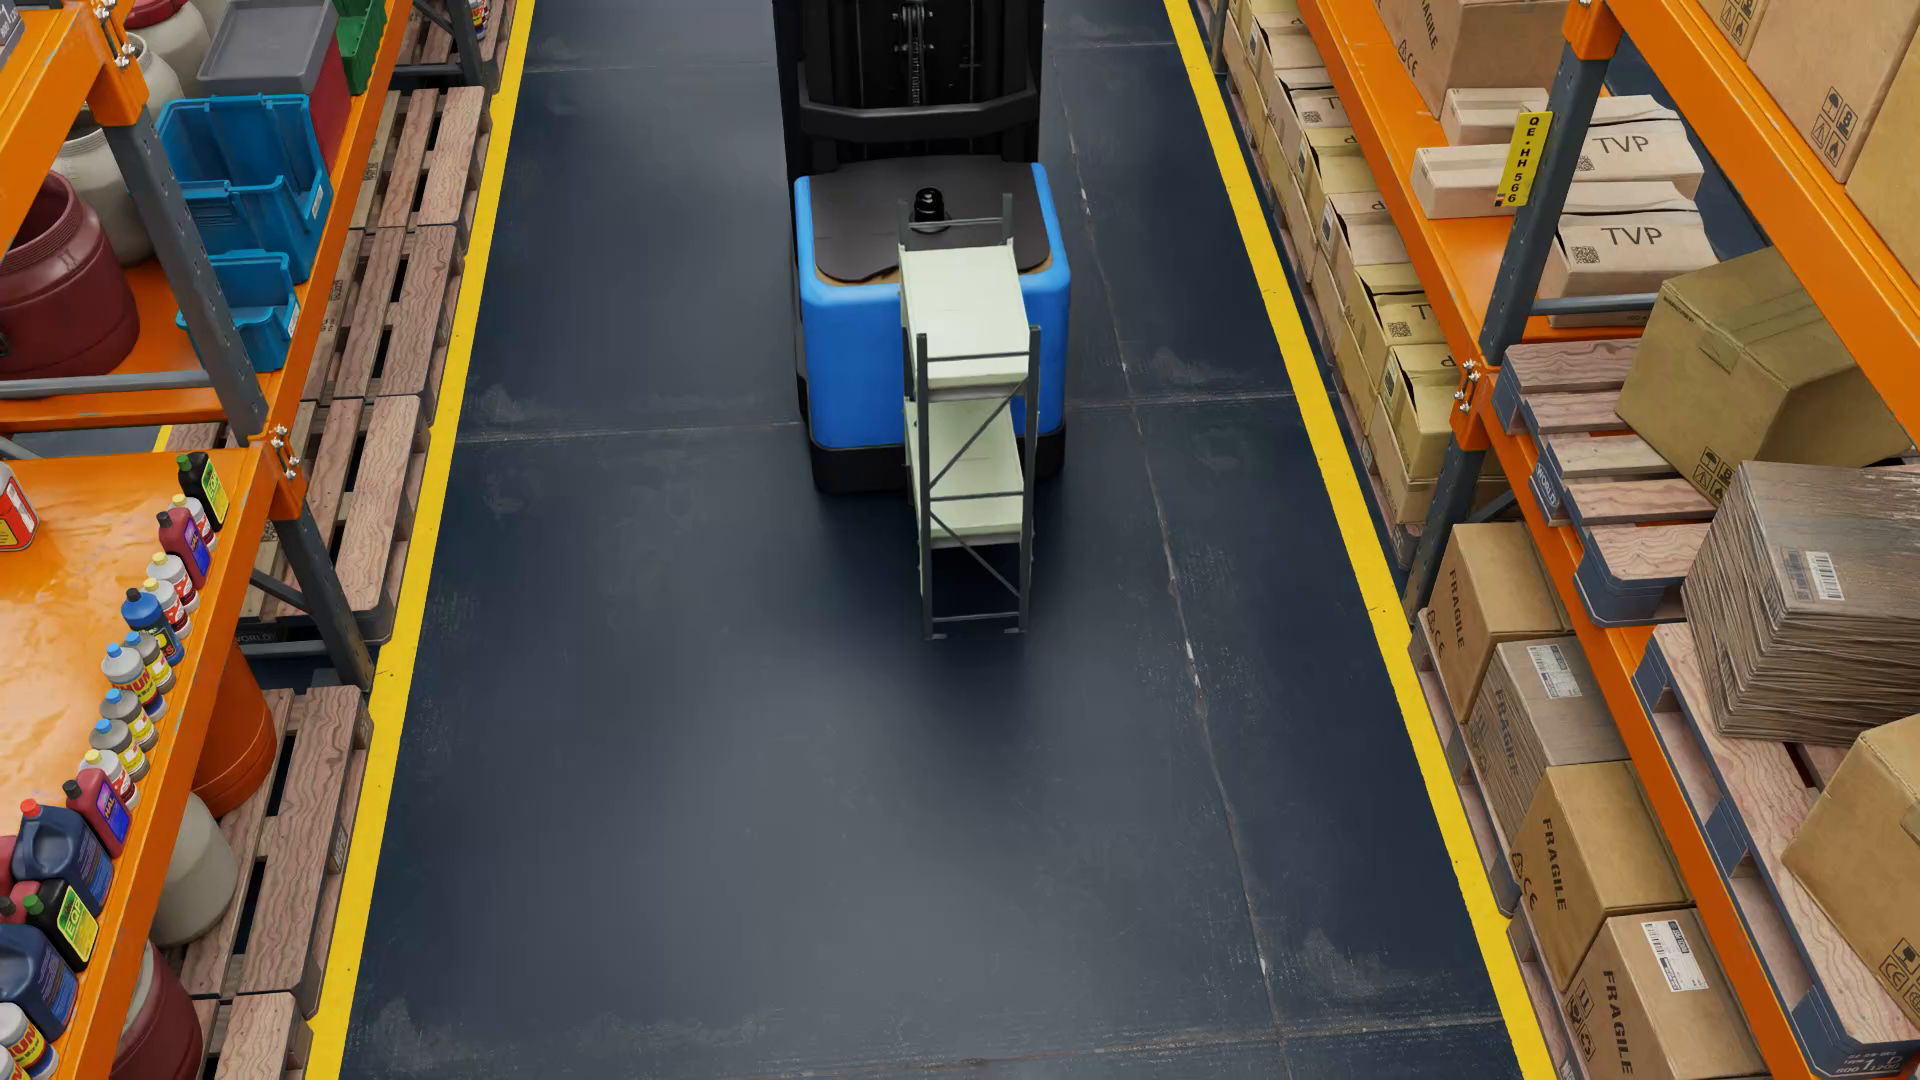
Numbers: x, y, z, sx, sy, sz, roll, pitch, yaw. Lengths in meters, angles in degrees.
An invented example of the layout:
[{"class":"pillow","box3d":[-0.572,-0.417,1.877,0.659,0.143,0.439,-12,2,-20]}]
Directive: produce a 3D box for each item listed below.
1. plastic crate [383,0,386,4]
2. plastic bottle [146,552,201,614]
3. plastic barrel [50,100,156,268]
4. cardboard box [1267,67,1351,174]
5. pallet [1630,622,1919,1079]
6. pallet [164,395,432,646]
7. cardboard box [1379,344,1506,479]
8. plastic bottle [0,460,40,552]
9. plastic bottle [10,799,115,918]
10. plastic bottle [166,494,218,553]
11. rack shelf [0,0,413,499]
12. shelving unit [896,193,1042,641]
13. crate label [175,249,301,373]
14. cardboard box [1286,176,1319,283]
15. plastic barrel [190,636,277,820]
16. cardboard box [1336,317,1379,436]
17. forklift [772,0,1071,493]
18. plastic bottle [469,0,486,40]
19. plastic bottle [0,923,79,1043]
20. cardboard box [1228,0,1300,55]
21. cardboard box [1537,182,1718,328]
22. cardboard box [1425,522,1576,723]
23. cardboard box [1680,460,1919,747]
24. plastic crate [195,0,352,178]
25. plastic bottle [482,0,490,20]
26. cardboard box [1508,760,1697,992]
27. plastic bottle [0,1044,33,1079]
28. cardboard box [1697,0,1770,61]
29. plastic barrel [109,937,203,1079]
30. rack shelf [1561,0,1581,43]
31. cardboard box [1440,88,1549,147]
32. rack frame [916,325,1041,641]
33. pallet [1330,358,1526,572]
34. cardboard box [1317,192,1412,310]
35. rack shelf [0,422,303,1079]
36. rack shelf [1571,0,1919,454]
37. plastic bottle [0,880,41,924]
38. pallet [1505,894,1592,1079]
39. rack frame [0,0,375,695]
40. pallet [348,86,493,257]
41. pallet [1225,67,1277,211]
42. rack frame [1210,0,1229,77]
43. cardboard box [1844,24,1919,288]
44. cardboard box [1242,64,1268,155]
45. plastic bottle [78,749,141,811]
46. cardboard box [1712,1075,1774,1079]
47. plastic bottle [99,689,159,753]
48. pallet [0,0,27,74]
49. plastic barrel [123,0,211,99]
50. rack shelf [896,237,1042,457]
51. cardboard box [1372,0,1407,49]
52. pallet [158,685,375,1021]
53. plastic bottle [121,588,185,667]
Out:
[{"class":"plastic crate","box3d":[-2.638,-2.581,7.139,0.392,0.384,0.575,-3,47,-3]},{"class":"plastic bottle","box3d":[-2.235,0.115,4.712,0.097,0.201,0.097,0,47,0]},{"class":"plastic barrel","box3d":[-3.004,-1.241,5.783,0.421,0.512,0.421,0,47,0]},{"class":"cardboard box","box3d":[1.764,-2.005,7.801,0.500,0.311,0.500,-5,47,-5]},{"class":"pallet","box3d":[2.398,0.703,4.151,1.003,0.211,1.213,-3,47,-3]},{"class":"pallet","box3d":[-2.731,-0.075,6.676,1.003,0.211,1.213,-3,47,-3]},{"class":"cardboard box","box3d":[1.942,-0.526,6.400,0.500,0.311,0.500,-2,47,-2]},{"class":"plastic bottle","box3d":[-2.840,-0.105,4.869,0.152,0.276,0.135,-3,47,-3]},{"class":"plastic bottle","box3d":[-2.179,0.757,4.001,0.144,0.351,0.185,-3,47,-3]},{"class":"plastic bottle","box3d":[-2.255,-0.052,4.870,0.097,0.201,0.097,0,47,0]},{"class":"rack shelf","box3d":[-2.873,-1.671,6.762,1.077,0.370,4.000,-3,47,-3]},{"class":"shelving unit","box3d":[0.022,-0.416,6.111,0.431,1.500,0.755,-4,47,-4]},{"class":"crate label","box3d":[-2.367,-0.741,5.502,0.303,0.233,0.416,-3,47,-3]},{"class":"cardboard box","box3d":[1.812,-1.443,7.655,0.500,0.250,0.500,-3,47,-3]},{"class":"plastic barrel","box3d":[-2.647,0.483,5.432,0.600,0.830,0.708,-3,47,-3]},{"class":"cardboard box","box3d":[1.897,-0.707,6.958,0.500,0.250,0.500,-4,47,-4]},{"class":"forklift","box3d":[-0.233,-2.278,6.888,1.130,2.935,3.031,-4,47,-4]},{"class":"plastic bottle","box3d":[-2.630,-2.836,8.946,0.097,0.271,0.097,0,47,0]},{"class":"plastic bottle","box3d":[-2.152,0.987,3.783,0.144,0.351,0.185,-3,47,-3]},{"class":"cardboard box","box3d":[1.683,-2.741,8.499,0.500,0.311,0.500,-3,47,-3]},{"class":"cardboard box","box3d":[2.244,-1.005,5.697,0.500,0.311,0.500,-1,47,-1]},{"class":"cardboard box","box3d":[1.984,0.285,5.833,0.500,0.500,0.500,-2,47,-2]},{"class":"cardboard box","box3d":[2.282,0.174,4.162,0.700,0.500,0.500,4,47,4]},{"class":"plastic crate","box3d":[-2.536,-1.681,6.232,0.402,0.464,0.583,-3,47,-3]},{"class":"plastic bottle","box3d":[-2.647,-2.959,9.111,0.097,0.201,0.097,0,47,0]},{"class":"cardboard box","box3d":[2.071,1.027,5.130,0.500,0.500,0.500,-4,47,-4]},{"class":"plastic bottle","box3d":[-2.109,1.186,3.650,0.097,0.271,0.097,0,47,0]},{"class":"cardboard box","box3d":[2.301,-1.522,3.991,0.910,0.500,0.500,-3,47,-3]},{"class":"plastic barrel","box3d":[-2.553,1.383,4.746,0.600,0.588,0.708,-3,47,-3]},{"class":"rack shelf","box3d":[2.064,-3.001,5.956,1.077,0.370,4.000,-3,47,-3]},{"class":"cardboard box","box3d":[2.068,-1.603,6.375,0.380,0.149,0.250,0,47,0]},{"class":"rack frame","box3d":[0.060,-0.151,5.860,0.400,1.500,0.023,-4,47,-4]},{"class":"pallet","box3d":[2.201,-0.409,6.992,1.003,0.211,1.213,-3,47,-3]},{"class":"cardboard box","box3d":[1.852,-1.267,7.102,0.500,0.311,0.500,-4,47,-4]},{"class":"rack shelf","box3d":[-2.538,1.223,4.021,1.077,0.370,4.000,-3,47,-3]},{"class":"rack shelf","box3d":[2.399,-0.107,3.215,1.077,0.370,4.000,-3,47,-3]},{"class":"plastic bottle","box3d":[-2.185,0.896,3.916,0.061,0.283,0.133,-3,47,-3]},{"class":"pallet","box3d":[2.355,1.612,5.078,1.003,0.211,1.213,-3,47,-3]},{"class":"rack frame","box3d":[-2.705,-0.471,5.131,1.000,3.000,0.127,-3,47,-3]},{"class":"pallet","box3d":[-2.936,-1.841,8.348,1.003,0.211,1.213,-3,47,-3]},{"class":"pallet","box3d":[1.997,-2.174,8.664,1.003,0.211,1.213,-3,47,-3]},{"class":"rack frame","box3d":[1.896,-3.664,8.154,1.000,3.000,0.127,-3,47,-3]},{"class":"cardboard box","box3d":[2.387,-0.777,3.285,0.910,0.500,0.500,-3,47,-3]},{"class":"cardboard box","box3d":[1.725,-2.186,8.359,0.500,0.250,0.500,-2,47,-2]},{"class":"plastic bottle","box3d":[-2.178,0.608,4.245,0.097,0.201,0.097,0,47,0]},{"class":"cardboard box","box3d":[2.164,1.772,4.425,0.500,0.500,0.500,-3,47,-3]},{"class":"plastic bottle","box3d":[-2.195,0.467,4.378,0.097,0.201,0.097,0,47,0]},{"class":"pallet","box3d":[-2.739,-0.879,3.580,1.003,0.211,1.213,-3,47,-3]},{"class":"plastic barrel","box3d":[-3.081,-1.863,6.355,0.433,0.535,0.433,0,47,0]},{"class":"rack shelf","box3d":[0.022,-0.684,5.827,0.431,0.370,0.720,-4,47,-4]},{"class":"cardboard box","box3d":[2.030,-2.398,6.886,0.500,0.500,0.500,-3,47,-3]},{"class":"pallet","box3d":[-2.598,1.055,5.605,1.003,0.211,1.213,-3,47,-3]},{"class":"plastic bottle","box3d":[-2.219,0.232,4.553,0.097,0.271,0.097,0,47,0]}]
